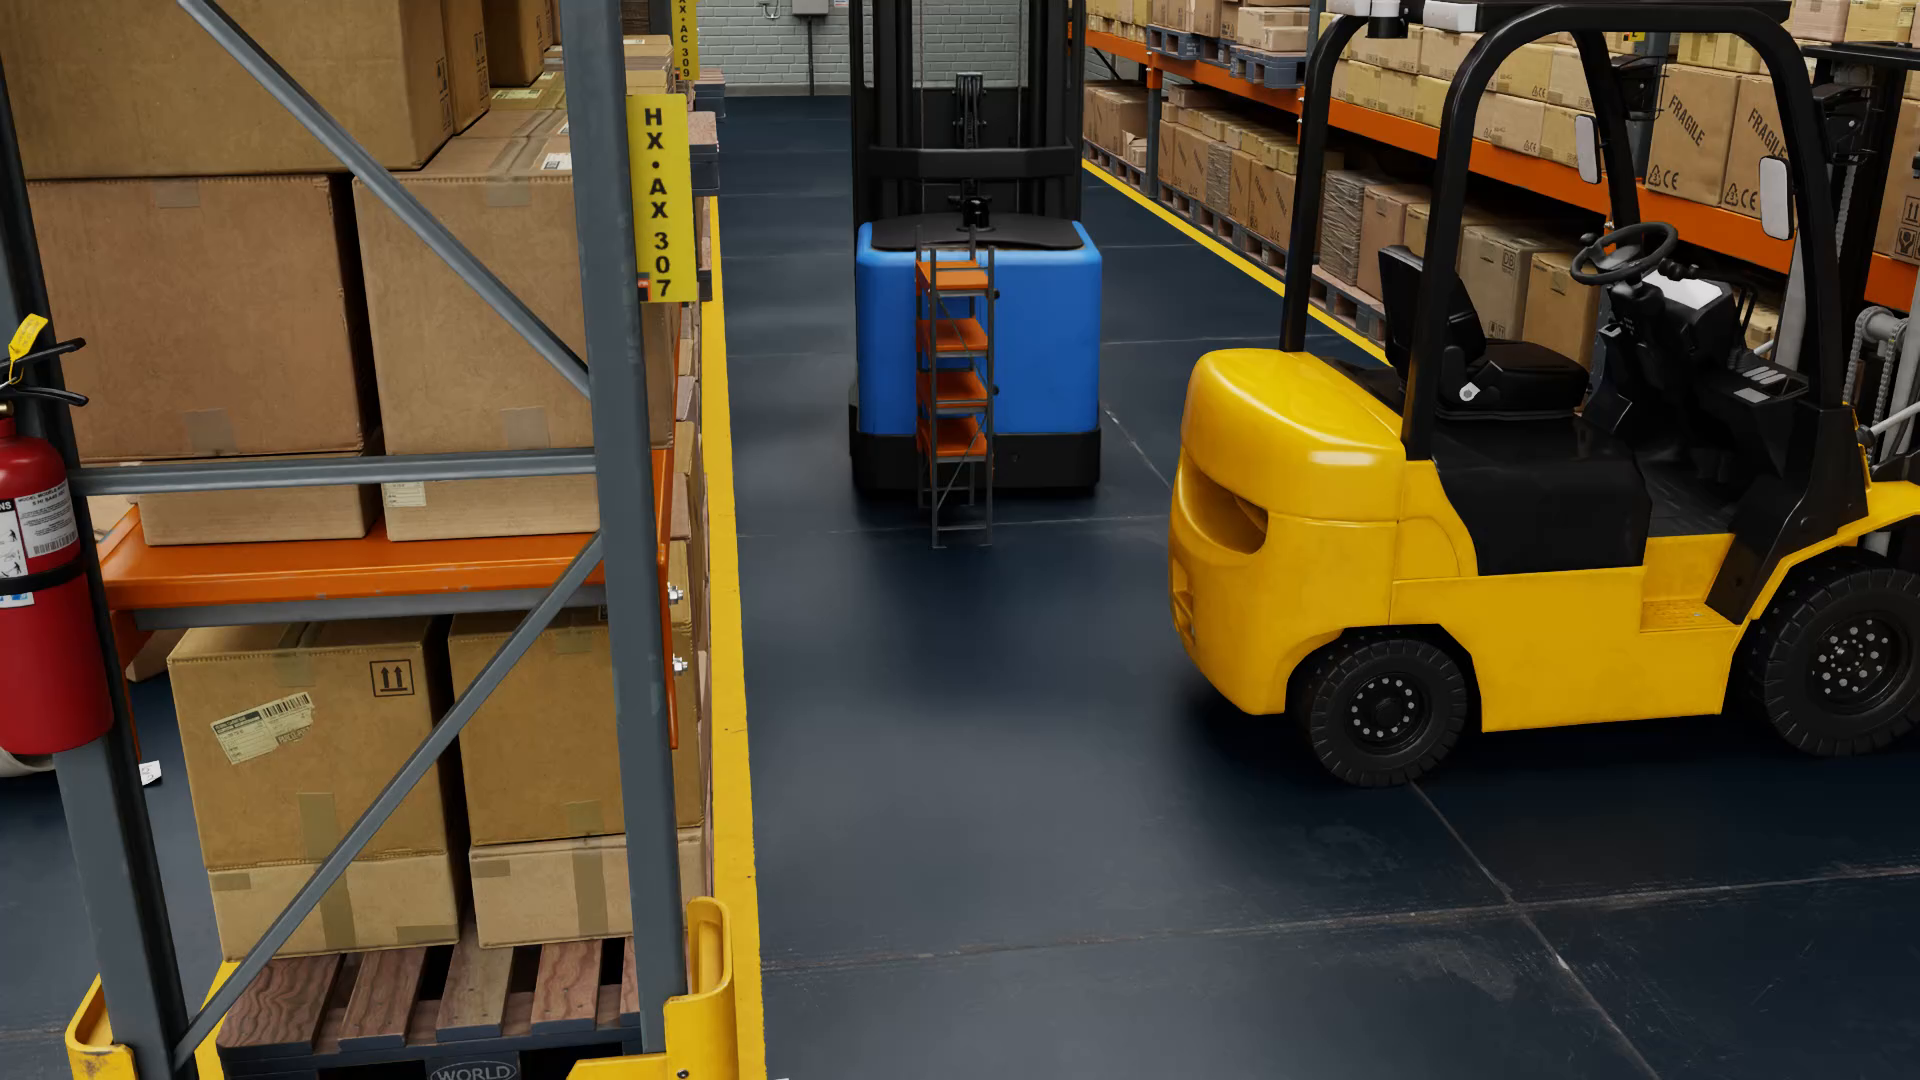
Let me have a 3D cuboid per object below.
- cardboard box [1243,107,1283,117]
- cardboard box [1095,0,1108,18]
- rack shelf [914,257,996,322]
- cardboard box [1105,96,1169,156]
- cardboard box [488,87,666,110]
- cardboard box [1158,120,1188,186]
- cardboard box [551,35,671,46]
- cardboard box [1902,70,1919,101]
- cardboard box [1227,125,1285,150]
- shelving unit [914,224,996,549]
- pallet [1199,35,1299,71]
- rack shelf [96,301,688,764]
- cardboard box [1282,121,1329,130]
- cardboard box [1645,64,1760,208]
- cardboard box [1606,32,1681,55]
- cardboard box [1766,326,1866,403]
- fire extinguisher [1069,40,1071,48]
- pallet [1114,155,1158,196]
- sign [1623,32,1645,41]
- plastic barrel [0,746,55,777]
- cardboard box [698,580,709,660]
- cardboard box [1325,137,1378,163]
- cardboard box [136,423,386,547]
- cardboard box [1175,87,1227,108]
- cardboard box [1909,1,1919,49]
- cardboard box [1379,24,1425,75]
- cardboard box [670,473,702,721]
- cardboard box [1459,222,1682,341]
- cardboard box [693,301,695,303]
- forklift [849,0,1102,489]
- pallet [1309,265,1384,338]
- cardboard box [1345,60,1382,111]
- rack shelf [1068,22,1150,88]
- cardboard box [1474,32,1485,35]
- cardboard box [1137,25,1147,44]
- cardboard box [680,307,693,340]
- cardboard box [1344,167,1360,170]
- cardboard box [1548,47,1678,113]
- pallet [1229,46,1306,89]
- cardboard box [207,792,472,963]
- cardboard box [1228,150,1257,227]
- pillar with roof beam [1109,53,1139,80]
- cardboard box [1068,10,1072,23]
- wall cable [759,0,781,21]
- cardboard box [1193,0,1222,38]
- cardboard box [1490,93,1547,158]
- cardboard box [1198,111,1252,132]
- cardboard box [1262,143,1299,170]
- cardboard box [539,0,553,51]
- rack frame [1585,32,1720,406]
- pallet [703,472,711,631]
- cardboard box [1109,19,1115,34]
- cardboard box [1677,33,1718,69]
[{"bbox_3d":[2.595,-3.553,13.989,0.380,0.149,0.250,-3,21,-7],"label":"cardboard box"},{"bbox_3d":[1.636,-5.269,16.325,0.500,0.250,0.500,-3,21,-9],"label":"cardboard box"},{"bbox_3d":[-0.025,-0.985,6.515,0.258,0.148,0.480,-3,21,-7],"label":"rack shelf"},{"bbox_3d":[1.822,-4.048,16.240,0.700,0.500,0.500,-4,21,-10],"label":"cardboard box"},{"bbox_3d":[-0.958,-0.825,4.069,0.500,0.500,0.500,-3,21,-9],"label":"cardboard box"},{"bbox_3d":[2.017,-3.358,14.393,0.500,0.500,0.500,-2,21,-5],"label":"cardboard box"},{"bbox_3d":[-1.278,-1.535,5.970,0.500,0.500,0.500,-3,21,-9],"label":"cardboard box"},{"bbox_3d":[3.265,-1.524,5.439,0.380,0.149,0.250,-4,21,-9],"label":"cardboard box"},{"bbox_3d":[2.261,-3.075,12.707,0.380,0.149,0.250,-4,21,-10],"label":"cardboard box"},{"bbox_3d":[-0.025,-0.617,6.653,0.258,1.200,0.503,-3,21,-7],"label":"shelving unit"},{"bbox_3d":[2.462,-3.710,12.635,1.003,0.211,1.213,-3,21,-8],"label":"pallet"},{"bbox_3d":[-1.300,-0.460,4.690,1.077,0.370,4.000,-3,21,-8],"label":"rack shelf"},{"bbox_3d":[2.743,-3.193,13.023,0.380,0.149,0.250,-4,21,-10],"label":"cardboard box"},{"bbox_3d":[3.129,-1.622,6.628,0.500,0.500,0.500,-3,21,-9],"label":"cardboard box"},{"bbox_3d":[3.054,-2.199,7.247,0.380,0.149,0.250,-2,21,-6],"label":"cardboard box"},{"bbox_3d":[3.229,-0.586,5.898,0.500,0.250,0.500,-2,21,-6],"label":"cardboard box"},{"bbox_3d":[1.115,-5.713,18.368,0.296,0.674,0.183,-3,21,-8],"label":"fire extinguisher"},{"bbox_3d":[2.072,-3.443,15.632,1.003,0.211,1.213,-3,21,-8],"label":"pallet"},{"bbox_3d":[2.788,-2.216,6.821,0.100,0.325,0.005,-3,21,-8],"label":"sign"},{"bbox_3d":[-2.808,0.463,4.871,0.512,0.421,0.421,12,24,30],"label":"plastic barrel"},{"bbox_3d":[-1.012,0.328,4.881,0.500,0.250,0.500,-2,21,-4],"label":"cardboard box"},{"bbox_3d":[2.853,-2.828,12.045,0.380,0.149,0.250,-3,21,-7],"label":"cardboard box"},{"bbox_3d":[-1.277,-0.106,3.072,0.380,0.149,0.250,-2,21,-6],"label":"cardboard box"},{"bbox_3d":[2.043,-3.755,14.103,0.380,0.149,0.250,-4,21,-10],"label":"cardboard box"},{"bbox_3d":[3.340,-1.664,5.390,0.380,0.149,0.250,-3,21,-8],"label":"cardboard box"},{"bbox_3d":[2.697,-2.769,9.342,0.500,0.250,0.500,-3,21,-9],"label":"cardboard box"},{"bbox_3d":[-0.938,0.153,4.277,0.500,0.500,0.500,-4,21,-10],"label":"cardboard box"},{"bbox_3d":[3.132,-1.275,8.636,0.875,0.625,0.625,-3,21,-8],"label":"cardboard box"},{"bbox_3d":[-2.093,-1.644,9.987,0.950,0.372,0.625,-4,21,-11],"label":"cardboard box"},{"bbox_3d":[0.022,-2.056,8.031,1.130,2.935,3.031,-1,20,-2],"label":"forklift"},{"bbox_3d":[2.827,-1.533,10.519,1.003,0.211,1.213,-3,21,-8],"label":"pallet"},{"bbox_3d":[2.636,-2.716,9.915,0.500,0.250,0.500,-3,21,-9],"label":"cardboard box"},{"bbox_3d":[1.882,-4.867,16.488,1.077,0.370,4.000,-3,21,-8],"label":"rack shelf"},{"bbox_3d":[2.841,-2.640,8.428,0.380,0.149,0.250,-3,21,-7],"label":"cardboard box"},{"bbox_3d":[1.815,-4.580,15.052,0.380,0.149,0.250,-2,21,-6],"label":"cardboard box"},{"bbox_3d":[-1.237,-0.558,6.182,0.500,0.500,0.500,-3,21,-9],"label":"cardboard box"},{"bbox_3d":[2.963,-2.312,11.592,0.500,0.500,0.500,-2,21,-6],"label":"cardboard box"},{"bbox_3d":[2.999,-2.063,7.451,0.500,0.250,0.500,-3,21,-9],"label":"cardboard box"},{"bbox_3d":[2.579,-3.268,11.452,1.213,0.211,1.003,-3,21,-8],"label":"pallet"},{"bbox_3d":[-1.398,0.712,3.853,0.500,0.250,0.500,-3,21,-8],"label":"cardboard box"},{"bbox_3d":[2.333,-2.643,12.477,0.500,0.500,0.500,-2,21,-5],"label":"cardboard box"},{"bbox_3d":[-2.164,-9.468,19.206,9.100,9.000,0.400,-3,21,-8],"label":"pillar with roof beam"},{"bbox_3d":[1.369,-5.651,17.918,0.380,0.149,0.250,-3,21,-8],"label":"cardboard box"},{"bbox_3d":[-2.752,-8.147,22.791,0.588,1.984,0.122,-3,21,-8],"label":"wall cable"},{"bbox_3d":[2.206,-4.125,12.731,0.700,0.500,0.500,-3,21,-8],"label":"cardboard box"},{"bbox_3d":[2.914,-2.006,8.015,0.500,0.250,0.500,-3,21,-8],"label":"cardboard box"},{"bbox_3d":[2.176,-3.429,13.655,0.380,0.149,0.250,-3,21,-9],"label":"cardboard box"},{"bbox_3d":[2.355,-2.707,11.723,0.380,0.149,0.250,-4,21,-11],"label":"cardboard box"},{"bbox_3d":[-1.687,-1.803,5.260,0.700,0.500,0.500,-3,21,-7],"label":"cardboard box"},{"bbox_3d":[3.323,-1.741,7.092,1.000,3.000,0.127,-3,21,-8],"label":"rack frame"},{"bbox_3d":[-1.456,0.047,6.288,1.003,0.211,1.213,-3,21,-8],"label":"pallet"},{"bbox_3d":[1.669,-5.026,16.246,0.380,0.149,0.250,-3,21,-8],"label":"cardboard box"},{"bbox_3d":[3.109,-1.969,6.630,0.380,0.149,0.250,-3,21,-9],"label":"cardboard box"}]
